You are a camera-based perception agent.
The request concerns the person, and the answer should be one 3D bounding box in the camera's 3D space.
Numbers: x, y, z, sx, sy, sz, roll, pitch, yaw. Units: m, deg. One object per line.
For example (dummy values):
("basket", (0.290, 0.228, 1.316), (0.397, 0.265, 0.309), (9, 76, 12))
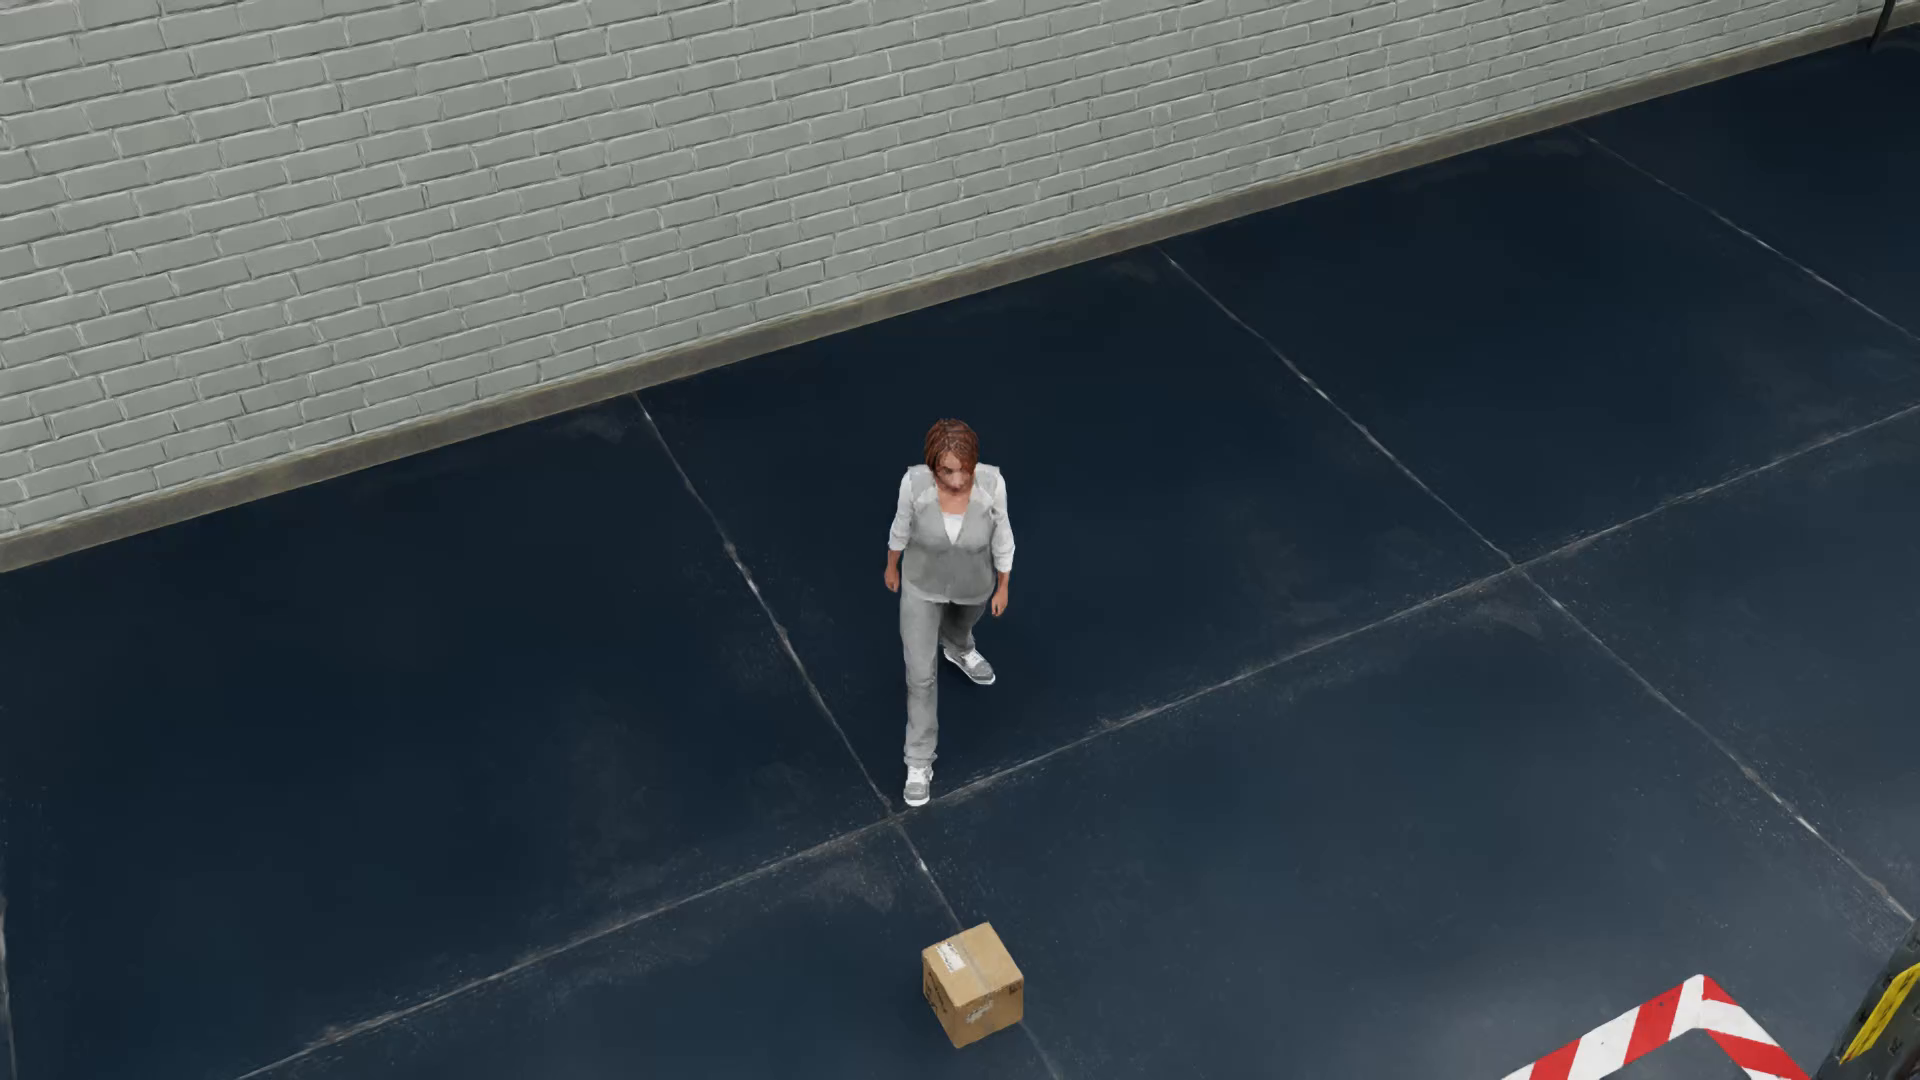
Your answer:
("person", (-0.035, 0.166, 5.994), (0.461, 1.546, 0.869), (-4, 42, -5))
